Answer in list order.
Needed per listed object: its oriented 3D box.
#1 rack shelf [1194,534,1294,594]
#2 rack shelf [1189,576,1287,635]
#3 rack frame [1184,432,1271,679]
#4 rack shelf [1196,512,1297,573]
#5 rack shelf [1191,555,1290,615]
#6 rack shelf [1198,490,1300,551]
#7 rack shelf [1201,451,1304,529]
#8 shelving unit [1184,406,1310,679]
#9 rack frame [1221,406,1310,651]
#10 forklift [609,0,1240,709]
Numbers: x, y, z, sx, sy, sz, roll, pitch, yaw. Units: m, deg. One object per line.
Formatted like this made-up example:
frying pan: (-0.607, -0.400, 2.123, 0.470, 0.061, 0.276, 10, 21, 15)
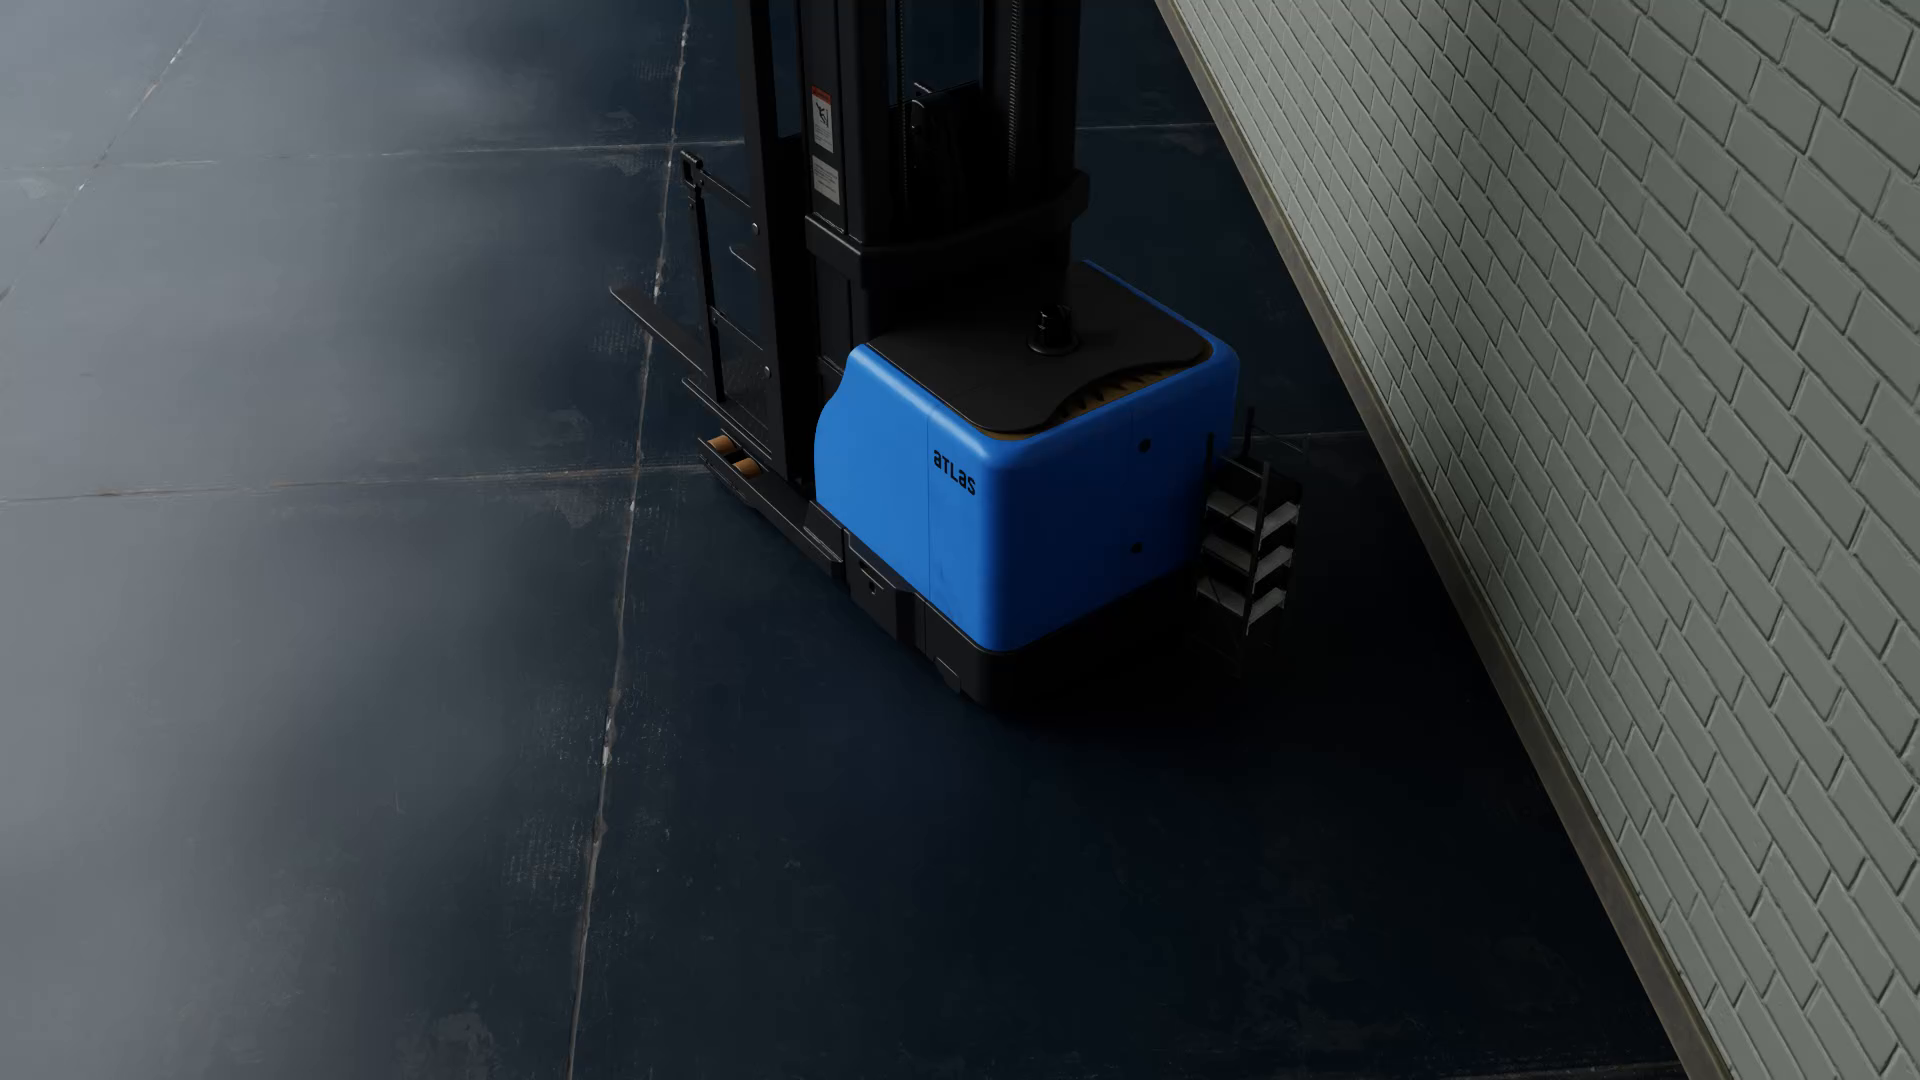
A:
rack shelf: (0.939, 0.049, 5.516, 0.200, 0.077, 0.258, -31, 48, -33)
rack shelf: (0.939, 0.190, 5.627, 0.200, 0.077, 0.258, -31, 48, -33)
rack frame: (0.866, 0.067, 5.439, 0.006, 0.900, 0.240, -31, 48, -33)
rack shelf: (0.939, -0.022, 5.460, 0.200, 0.077, 0.258, -31, 48, -33)
rack shelf: (0.939, 0.119, 5.571, 0.200, 0.077, 0.258, -31, 48, -33)
rack shelf: (0.939, -0.093, 5.404, 0.200, 0.077, 0.258, -31, 48, -33)
rack shelf: (0.939, -0.163, 5.348, 0.200, 0.077, 0.258, -31, 48, -33)
shelving unit: (0.939, 0.022, 5.495, 0.210, 0.900, 0.258, -31, 48, -33)
rack frame: (1.012, -0.022, 5.551, 0.006, 0.900, 0.240, -31, 48, -33)
forklift: (-0.371, -1.460, 5.735, 1.130, 2.935, 3.031, -25, 45, -28)
